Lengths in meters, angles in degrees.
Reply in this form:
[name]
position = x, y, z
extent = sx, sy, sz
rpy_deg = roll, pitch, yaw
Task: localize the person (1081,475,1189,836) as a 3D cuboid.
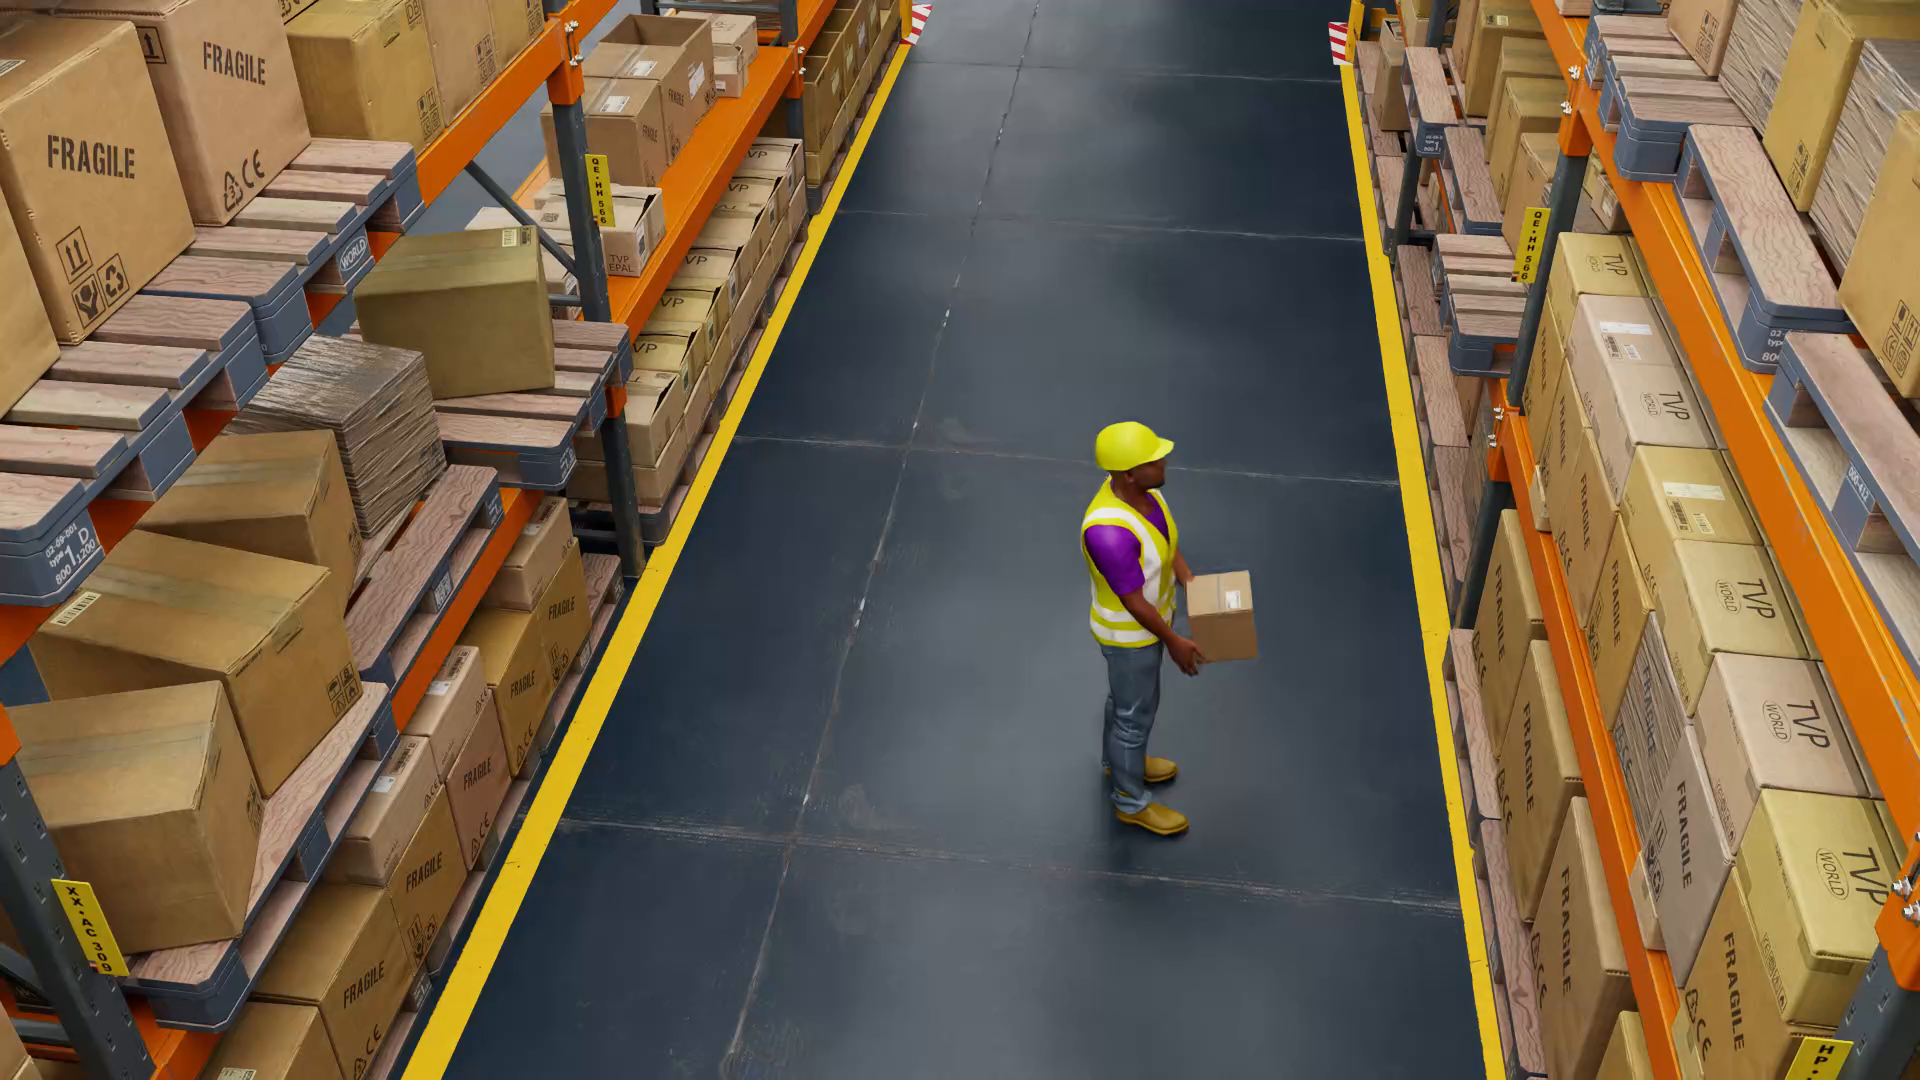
[person]
position = -7.344, -3.580, 10.742
extent = 19.361, 3.194, 6.553
rpy_deg = 10, 37, 14
